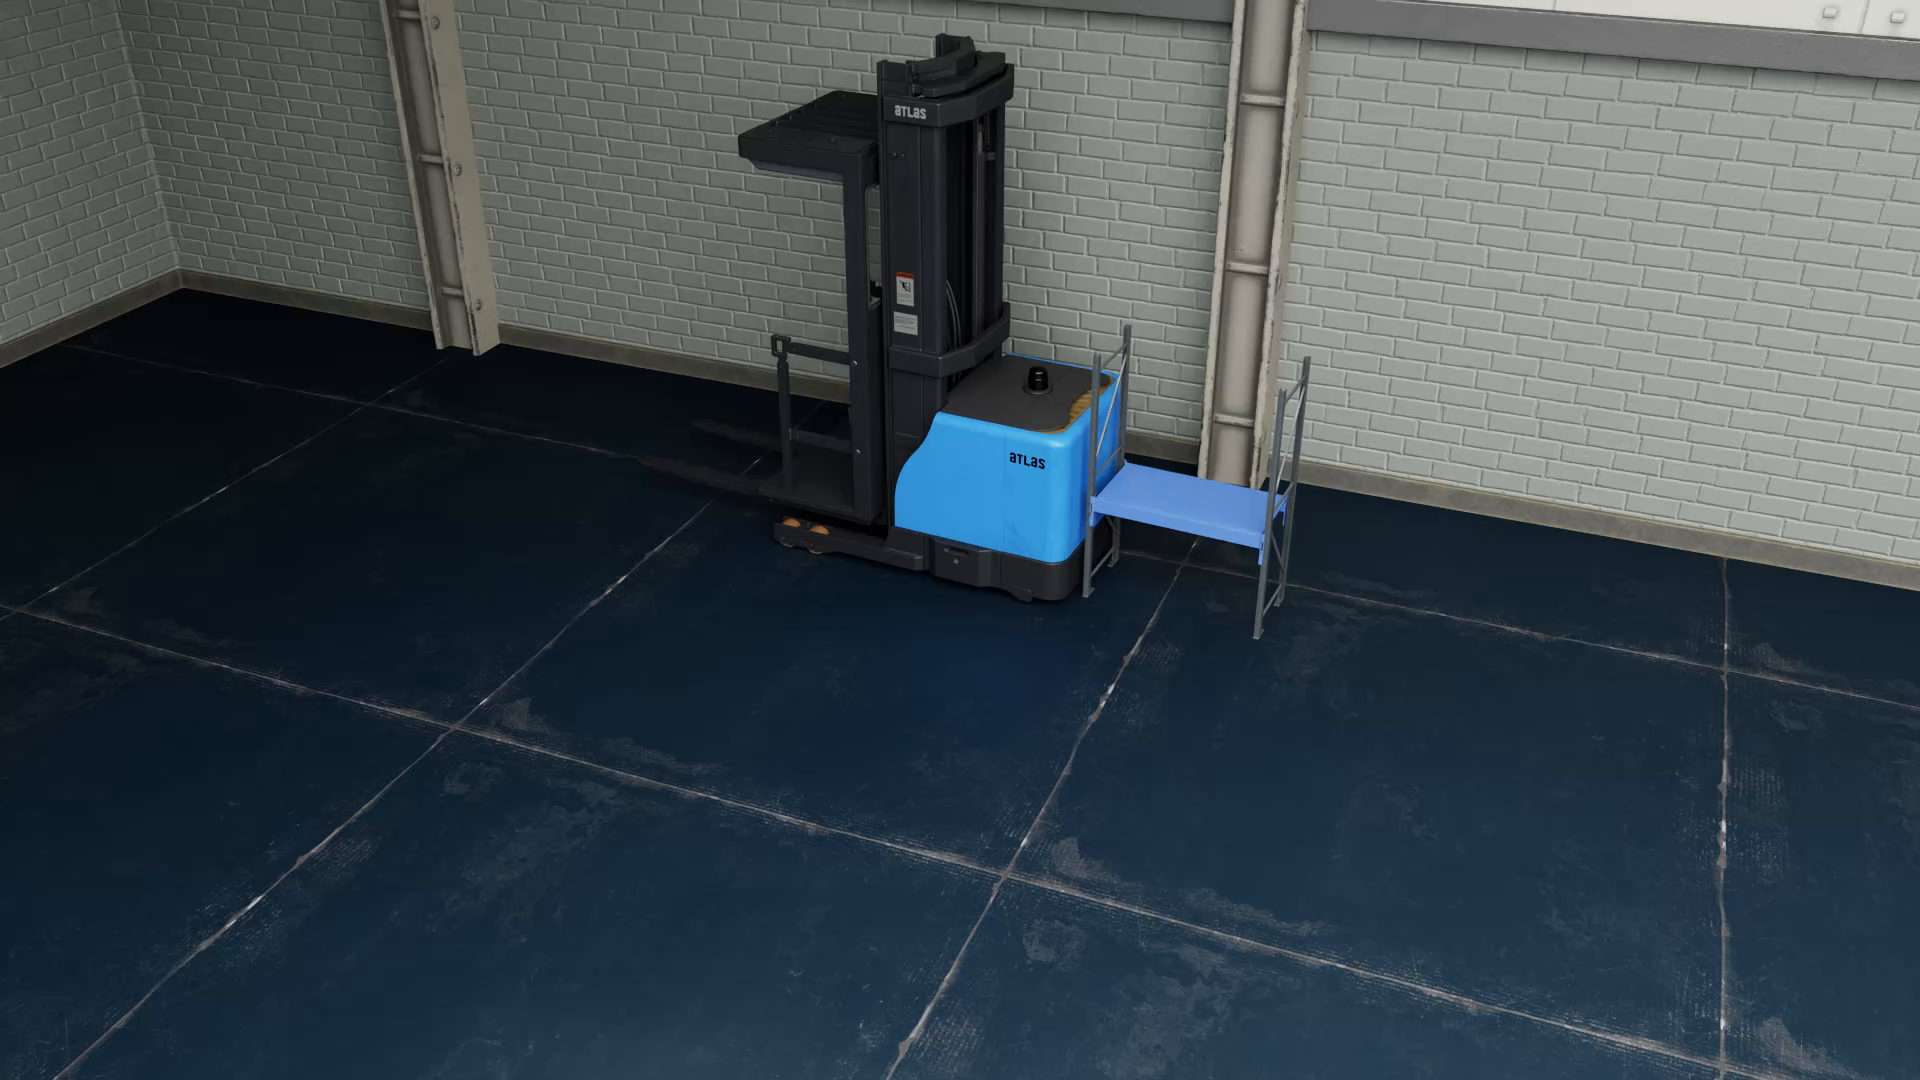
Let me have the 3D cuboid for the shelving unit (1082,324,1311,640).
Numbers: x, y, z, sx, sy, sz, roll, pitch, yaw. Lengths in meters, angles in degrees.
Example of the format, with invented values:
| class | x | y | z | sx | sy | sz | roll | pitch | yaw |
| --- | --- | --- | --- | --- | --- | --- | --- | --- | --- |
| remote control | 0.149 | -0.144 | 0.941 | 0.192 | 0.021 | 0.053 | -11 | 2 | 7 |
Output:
| class | x | y | z | sx | sy | sz | roll | pitch | yaw |
| --- | --- | --- | --- | --- | --- | --- | --- | --- | --- |
| shelving unit | 1.286 | -0.323 | 9.209 | 1.048 | 1.500 | 0.538 | 13 | 32 | 22 |

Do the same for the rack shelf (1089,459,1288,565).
| class | x | y | z | sx | sy | sz | roll | pitch | yaw |
| --- | --- | --- | --- | --- | --- | --- | --- | --- | --- |
| rack shelf | 1.286 | -0.167 | 9.298 | 1.000 | 0.185 | 0.538 | 13 | 32 | 22 |

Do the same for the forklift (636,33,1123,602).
| class | x | y | z | sx | sy | sz | roll | pitch | yaw |
| --- | --- | --- | --- | --- | --- | --- | --- | --- | --- |
| forklift | -0.562 | -1.411 | 9.679 | 3.031 | 2.935 | 1.130 | 14 | 32 | 22 |

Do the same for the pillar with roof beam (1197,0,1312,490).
| class | x | y | z | sx | sy | sz | roll | pitch | yaw |
| --- | --- | --- | --- | --- | --- | --- | --- | --- | --- |
| pillar with roof beam | 0.157 | -2.351 | 5.175 | 0.400 | 9.000 | 9.100 | 11 | 31 | 19 |

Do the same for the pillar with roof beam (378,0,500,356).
| class | x | y | z | sx | sy | sz | roll | pitch | yaw |
| --- | --- | --- | --- | --- | --- | --- | --- | --- | --- |
| pillar with roof beam | -5.403 | -3.461 | 7.139 | 0.400 | 9.000 | 9.100 | 11 | 31 | 19 |

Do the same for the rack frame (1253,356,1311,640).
| class | x | y | z | sx | sy | sz | roll | pitch | yaw |
| --- | --- | --- | --- | --- | --- | --- | --- | --- | --- |
| rack frame | 1.744 | -0.214 | 9.016 | 0.032 | 1.500 | 0.500 | 13 | 32 | 22 |

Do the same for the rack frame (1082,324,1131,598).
| class | x | y | z | sx | sy | sz | roll | pitch | yaw |
| --- | --- | --- | --- | --- | --- | --- | --- | --- | --- |
| rack frame | 0.829 | -0.433 | 9.403 | 0.032 | 1.500 | 0.500 | 13 | 32 | 22 |
